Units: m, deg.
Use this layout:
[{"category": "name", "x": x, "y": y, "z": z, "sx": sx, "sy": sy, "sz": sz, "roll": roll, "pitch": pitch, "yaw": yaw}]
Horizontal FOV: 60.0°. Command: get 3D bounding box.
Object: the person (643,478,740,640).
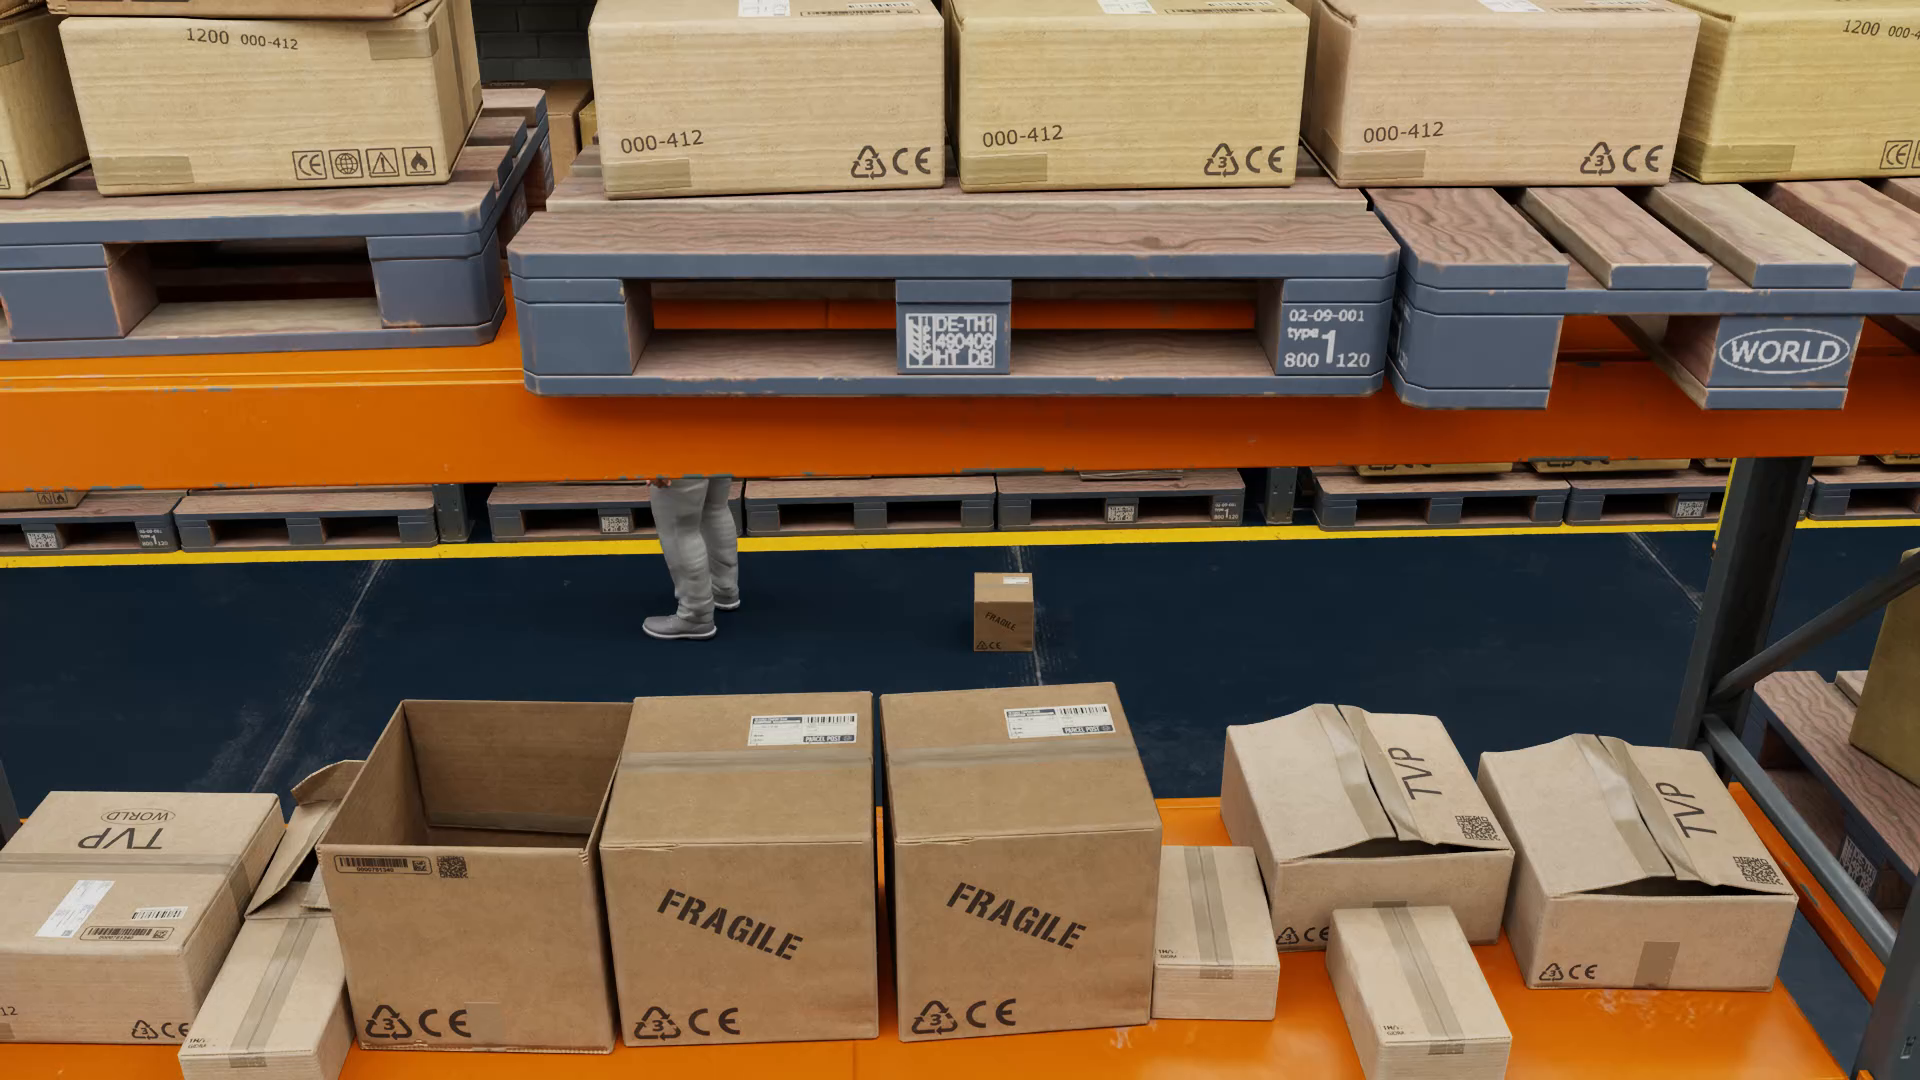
[{"category": "person", "x": -1.145, "y": -0.428, "z": 6.920, "sx": 0.405, "sy": 1.771, "sz": 0.518, "roll": 9, "pitch": 29, "yaw": 16}]
